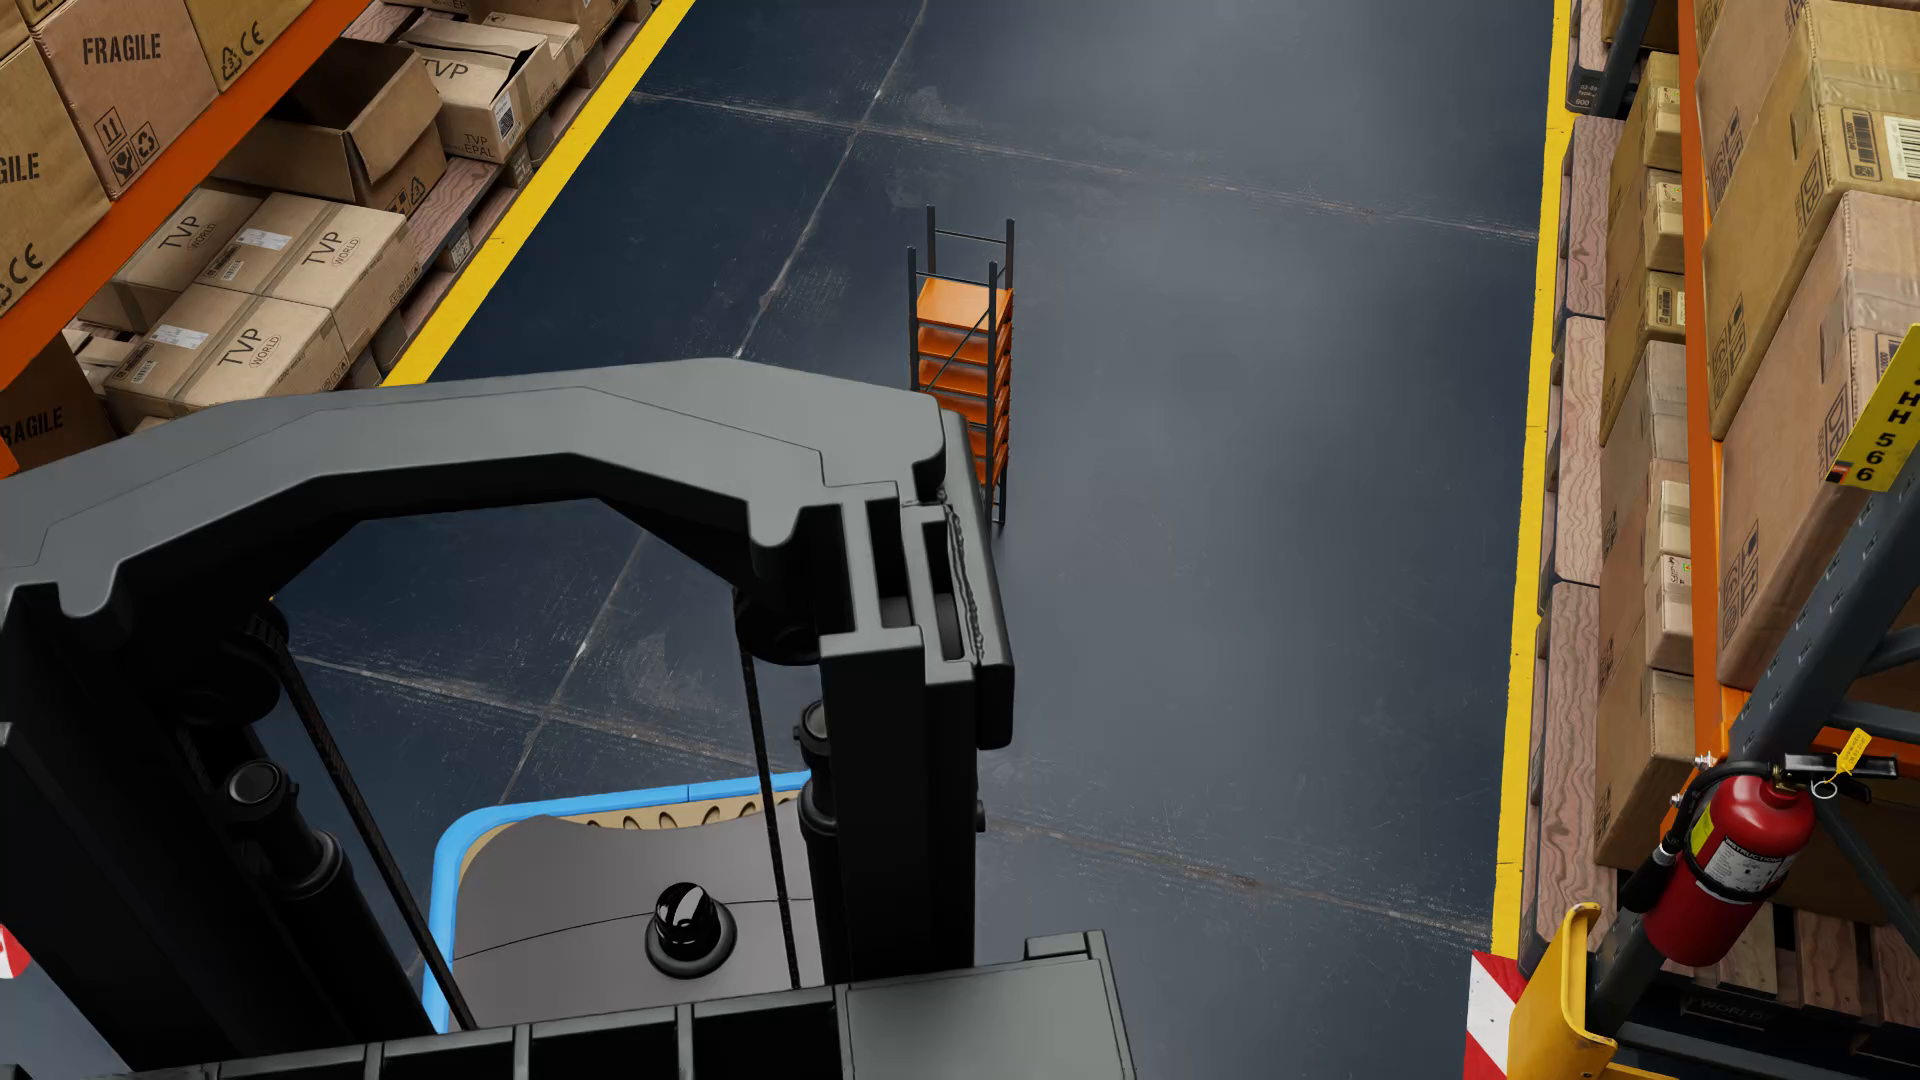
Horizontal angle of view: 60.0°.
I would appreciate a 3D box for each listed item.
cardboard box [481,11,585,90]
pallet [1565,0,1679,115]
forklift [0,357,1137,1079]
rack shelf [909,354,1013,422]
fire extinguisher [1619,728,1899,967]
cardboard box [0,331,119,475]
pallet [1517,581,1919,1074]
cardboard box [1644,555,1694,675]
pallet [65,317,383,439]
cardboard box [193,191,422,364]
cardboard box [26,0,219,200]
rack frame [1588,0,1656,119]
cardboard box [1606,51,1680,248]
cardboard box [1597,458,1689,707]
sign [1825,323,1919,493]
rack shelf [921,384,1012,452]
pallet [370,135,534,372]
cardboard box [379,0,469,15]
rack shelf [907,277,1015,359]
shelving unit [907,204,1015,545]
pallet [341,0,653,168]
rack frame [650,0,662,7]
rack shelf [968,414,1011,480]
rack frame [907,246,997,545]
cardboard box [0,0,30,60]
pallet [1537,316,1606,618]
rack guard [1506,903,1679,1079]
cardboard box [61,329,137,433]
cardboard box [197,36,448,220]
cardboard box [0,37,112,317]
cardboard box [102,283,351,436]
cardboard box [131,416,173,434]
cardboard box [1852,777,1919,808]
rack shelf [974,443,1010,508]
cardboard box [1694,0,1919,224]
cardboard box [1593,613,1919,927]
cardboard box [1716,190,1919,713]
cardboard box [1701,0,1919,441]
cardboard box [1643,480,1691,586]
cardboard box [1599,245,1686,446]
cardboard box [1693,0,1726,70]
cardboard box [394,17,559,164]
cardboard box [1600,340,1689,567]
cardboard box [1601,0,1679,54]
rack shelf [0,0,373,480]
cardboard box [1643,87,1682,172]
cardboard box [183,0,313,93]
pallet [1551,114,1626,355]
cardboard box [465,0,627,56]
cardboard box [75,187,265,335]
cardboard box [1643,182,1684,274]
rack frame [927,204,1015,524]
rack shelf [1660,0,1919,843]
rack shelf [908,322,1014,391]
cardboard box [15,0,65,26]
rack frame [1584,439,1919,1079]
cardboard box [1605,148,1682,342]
[{"bbox_3d":[-1.715,-1.932,6.562,0.380,0.149,0.250,12,50,10],"label":"cardboard box"},{"bbox_3d":[3.112,-2.156,7.012,1.003,0.211,1.213,12,50,10],"label":"pallet"},{"bbox_3d":[-0.354,1.336,2.116,1.130,2.935,3.031,-6,49,-5],"label":"forklift"},{"bbox_3d":[0.004,-0.458,4.753,0.258,0.103,0.180,12,50,10],"label":"rack shelf"},{"bbox_3d":[1.444,0.554,3.061,0.296,0.674,0.183,12,50,10],"label":"fire extinguisher"},{"bbox_3d":[-2.946,-0.348,4.930,0.500,0.500,0.500,12,50,10],"label":"cardboard box"},{"bbox_3d":[2.064,0.716,4.477,1.003,0.211,1.213,12,50,10],"label":"pallet"},{"bbox_3d":[1.875,0.206,4.022,0.380,0.149,0.250,11,49,10],"label":"cardboard box"},{"bbox_3d":[-2.622,-0.297,5.371,1.003,0.211,1.213,12,50,10],"label":"pallet"},{"bbox_3d":[-2.171,-0.884,5.570,0.500,0.250,0.500,12,50,10],"label":"cardboard box"},{"bbox_3d":[-2.349,-1.264,4.298,0.500,0.500,0.500,11,50,10],"label":"cardboard box"},{"bbox_3d":[2.982,-2.506,5.461,1.000,3.000,0.127,12,50,10],"label":"rack frame"},{"bbox_3d":[2.686,-1.297,5.781,0.700,0.500,0.500,12,50,11],"label":"cardboard box"},{"bbox_3d":[2.148,0.187,4.471,0.700,0.500,0.500,11,50,10],"label":"cardboard box"},{"bbox_3d":[1.409,-0.191,2.488,0.100,0.325,0.005,12,50,10],"label":"sign"},{"bbox_3d":[0.004,-0.378,4.843,0.258,0.103,0.180,12,50,10],"label":"rack shelf"},{"bbox_3d":[-2.299,-1.176,6.148,1.003,0.211,1.213,12,50,10],"label":"pallet"},{"bbox_3d":[-2.117,-2.476,6.934,0.500,0.311,0.500,12,50,10],"label":"cardboard box"},{"bbox_3d":[0.004,-0.616,4.573,0.258,0.103,0.180,12,50,10],"label":"rack shelf"},{"bbox_3d":[0.004,-0.408,4.809,0.258,1.200,0.189,12,50,10],"label":"shelving unit"},{"bbox_3d":[-1.980,-2.062,6.929,1.003,0.211,1.213,12,50,10],"label":"pallet"},{"bbox_3d":[-1.798,-3.481,6.322,1.000,3.000,0.127,12,50,10],"label":"rack frame"},{"bbox_3d":[0.004,-0.299,4.933,0.258,0.103,0.180,12,50,10],"label":"rack shelf"},{"bbox_3d":[-0.020,-0.341,4.751,0.240,1.200,0.006,12,50,10],"label":"rack frame"},{"bbox_3d":[-2.480,-1.221,3.593,0.500,0.500,0.500,13,50,11],"label":"cardboard box"},{"bbox_3d":[2.387,-0.164,5.254,1.003,0.211,1.213,12,50,10],"label":"pallet"},{"bbox_3d":[1.923,1.232,3.829,1.175,0.500,0.348,12,50,10],"label":"rack guard"},{"bbox_3d":[-2.752,-0.513,5.298,0.380,0.166,0.250,12,50,10],"label":"cardboard box"},{"bbox_3d":[-2.288,-1.441,5.892,0.797,0.503,0.637,12,50,10],"label":"cardboard box"},{"bbox_3d":[-2.480,-0.890,3.968,0.500,0.500,0.500,13,50,11],"label":"cardboard box"},{"bbox_3d":[-2.303,-0.522,5.251,0.500,0.250,0.500,12,50,10],"label":"cardboard box"},{"bbox_3d":[-2.344,-0.212,5.032,0.380,0.166,0.250,12,50,10],"label":"cardboard box"},{"bbox_3d":[2.177,0.465,3.794,0.380,0.149,0.250,12,50,10],"label":"cardboard box"},{"bbox_3d":[0.004,-0.219,5.023,0.258,0.103,0.180,12,50,10],"label":"rack shelf"},{"bbox_3d":[2.444,-1.161,4.074,0.980,0.700,0.700,9,49,8],"label":"cardboard box"},{"bbox_3d":[2.017,0.549,4.152,0.700,0.500,0.500,12,50,10],"label":"cardboard box"},{"bbox_3d":[2.054,-0.083,3.122,0.980,0.700,0.700,14,50,12],"label":"cardboard box"},{"bbox_3d":[2.234,-0.611,3.589,0.980,0.700,0.700,11,50,10],"label":"cardboard box"},{"bbox_3d":[1.941,0.021,4.185,0.380,0.149,0.250,13,50,11],"label":"cardboard box"},{"bbox_3d":[2.413,-0.564,5.134,0.700,0.500,0.500,13,50,11],"label":"cardboard box"},{"bbox_3d":[2.626,-1.689,4.540,0.980,0.700,0.700,10,49,9],"label":"cardboard box"},{"bbox_3d":[-1.872,-1.726,6.273,0.500,0.311,0.500,12,50,10],"label":"cardboard box"},{"bbox_3d":[2.280,-0.177,4.792,0.700,0.500,0.500,10,49,9],"label":"cardboard box"},{"bbox_3d":[3.027,-2.430,6.547,0.750,0.750,0.750,12,50,10],"label":"cardboard box"},{"bbox_3d":[-2.325,-1.796,5.314,1.077,0.370,4.000,12,50,10],"label":"rack shelf"},{"bbox_3d":[2.420,-1.300,5.351,0.380,0.149,0.250,13,50,11],"label":"cardboard box"},{"bbox_3d":[-2.214,-1.626,4.618,0.500,0.500,0.500,11,50,10],"label":"cardboard box"},{"bbox_3d":[2.706,-1.049,6.035,1.003,0.211,1.213,12,50,10],"label":"pallet"},{"bbox_3d":[-1.675,-2.331,6.681,0.500,0.500,0.500,12,50,10],"label":"cardboard box"},{"bbox_3d":[-2.667,-0.947,5.625,0.500,0.250,0.500,12,50,10],"label":"cardboard box"},{"bbox_3d":[2.283,-0.923,5.018,0.380,0.149,0.250,10,49,9],"label":"cardboard box"},{"bbox_3d":[0.028,-0.474,4.868,0.240,1.200,0.006,12,50,10],"label":"rack frame"},{"bbox_3d":[2.455,-0.821,4.454,1.077,0.370,4.000,12,50,10],"label":"rack shelf"},{"bbox_3d":[0.004,-0.537,4.663,0.258,0.103,0.180,12,50,10],"label":"rack shelf"},{"bbox_3d":[-2.350,-1.600,3.928,0.500,0.500,0.500,12,50,10],"label":"cardboard box"},{"bbox_3d":[1.929,0.387,2.908,1.000,3.000,0.127,12,50,10],"label":"rack frame"},{"bbox_3d":[2.551,-0.934,5.461,0.700,0.500,0.500,11,50,10],"label":"cardboard box"}]
